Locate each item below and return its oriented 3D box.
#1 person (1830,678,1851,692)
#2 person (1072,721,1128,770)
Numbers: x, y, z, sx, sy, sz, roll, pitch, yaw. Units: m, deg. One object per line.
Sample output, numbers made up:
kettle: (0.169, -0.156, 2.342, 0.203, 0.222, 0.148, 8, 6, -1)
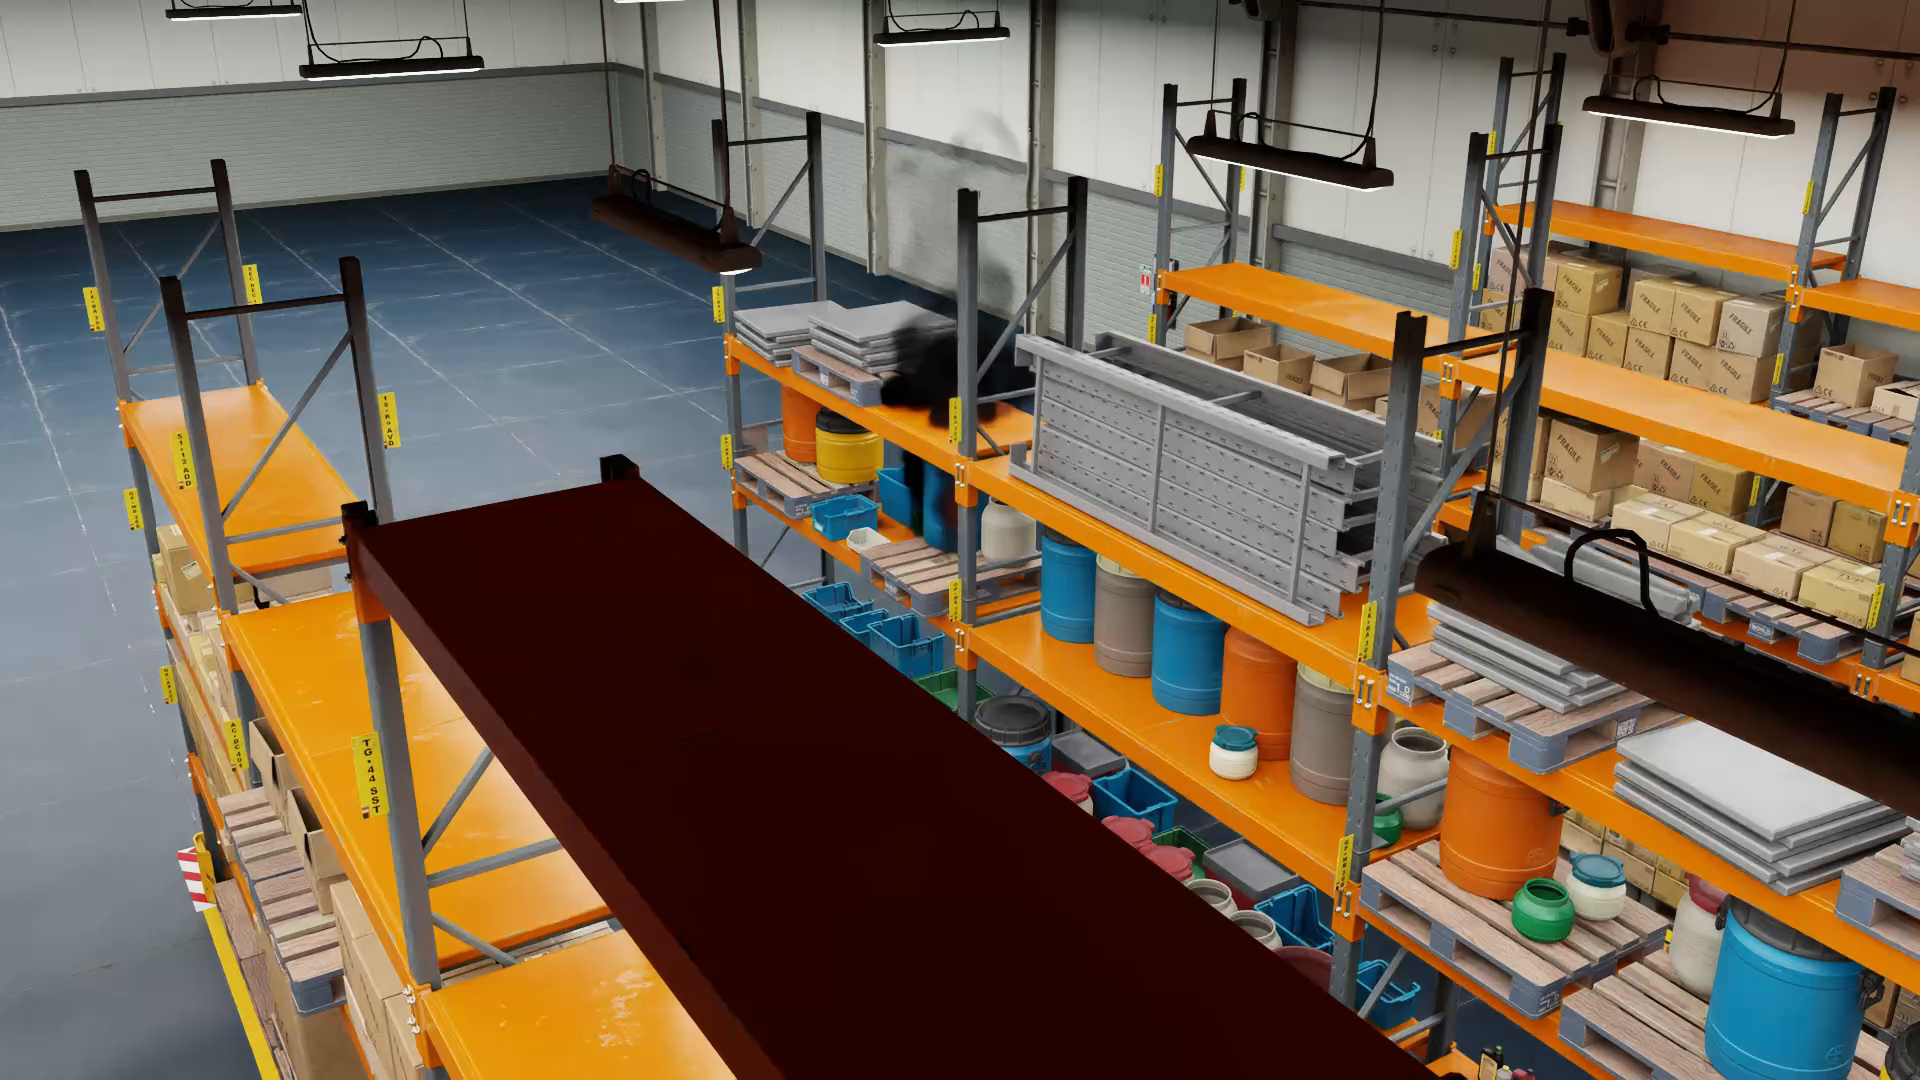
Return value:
person: (7.393, 1.932, 14.230, 0.682, 1.824, 0.811, -12, 25, -28)
person: (1.263, 1.469, 15.437, 0.554, 1.695, 0.807, -19, 28, -38)
